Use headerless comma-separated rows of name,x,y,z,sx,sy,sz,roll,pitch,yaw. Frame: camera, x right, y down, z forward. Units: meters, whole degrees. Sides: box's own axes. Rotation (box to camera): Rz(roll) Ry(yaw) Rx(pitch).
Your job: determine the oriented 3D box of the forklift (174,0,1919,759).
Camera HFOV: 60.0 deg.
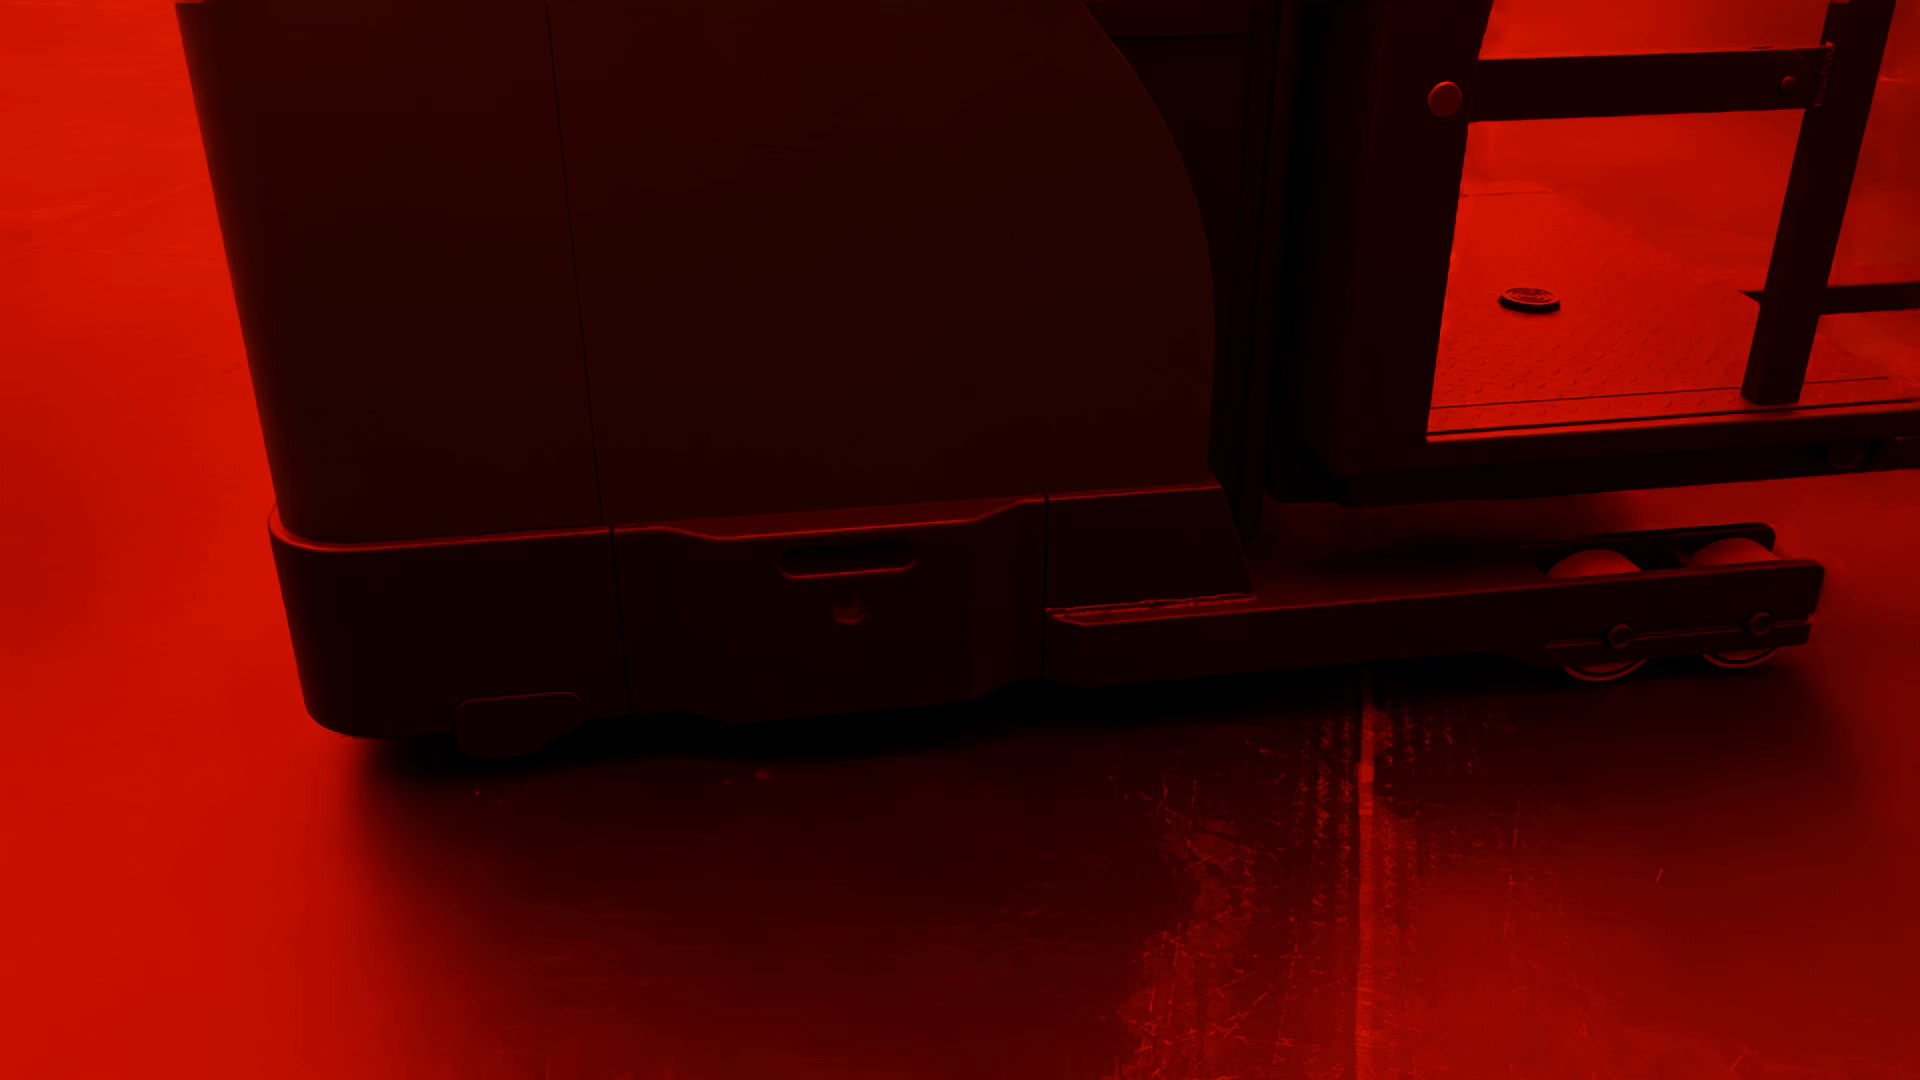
forklift,0.650,-1.358,1.937,3.031,2.935,1.130,-4,27,-9
